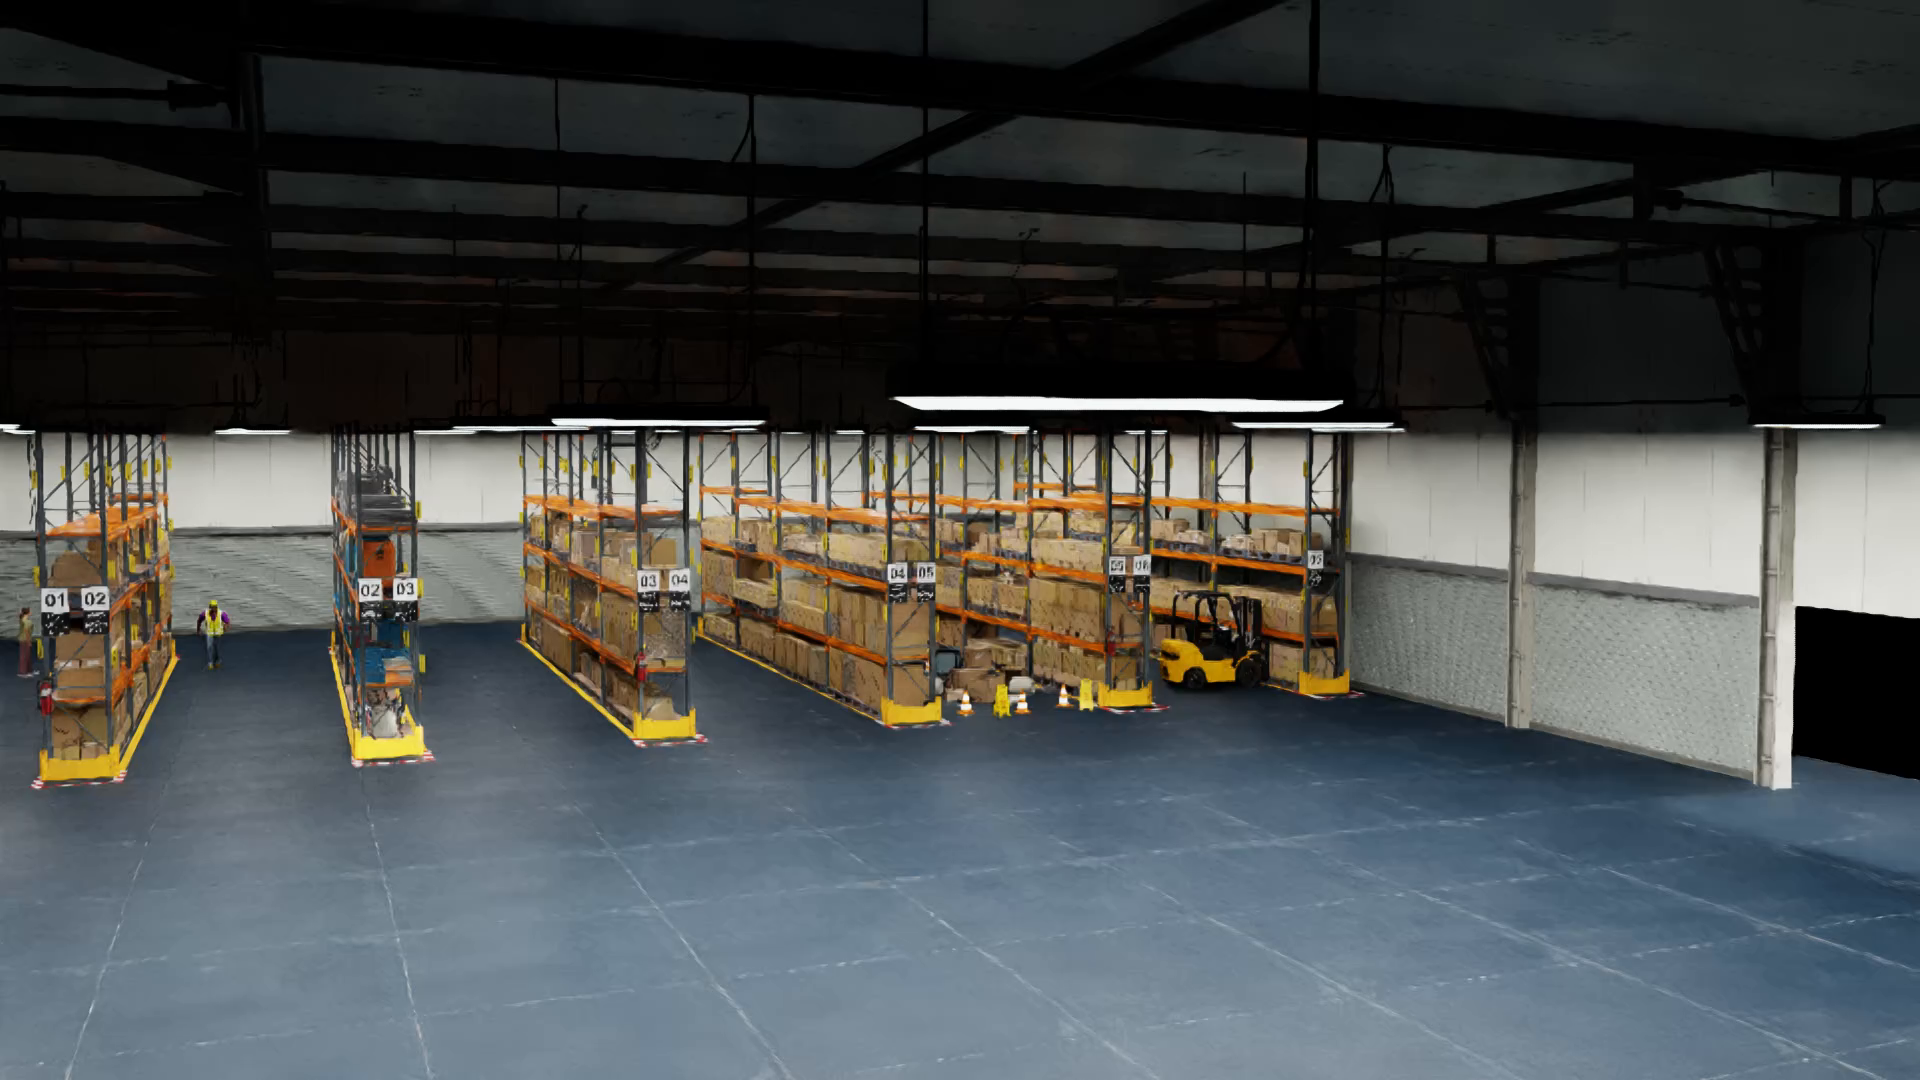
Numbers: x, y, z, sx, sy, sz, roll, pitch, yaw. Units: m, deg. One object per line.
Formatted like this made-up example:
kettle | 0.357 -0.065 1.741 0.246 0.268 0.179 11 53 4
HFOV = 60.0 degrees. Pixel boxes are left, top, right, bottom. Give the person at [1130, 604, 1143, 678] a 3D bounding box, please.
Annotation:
person | 4.105 2.385 39.393 0.546 1.727 0.633 1 4 9

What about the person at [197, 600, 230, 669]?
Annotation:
person | -18.430 2.305 41.069 0.736 1.696 0.858 -2 4 -27

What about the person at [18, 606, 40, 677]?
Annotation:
person | -22.154 2.405 39.502 0.509 1.670 0.525 -3 5 -41

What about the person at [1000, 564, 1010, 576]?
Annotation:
person | 1.452 1.595 52.873 0.487 1.658 0.687 3 5 40
